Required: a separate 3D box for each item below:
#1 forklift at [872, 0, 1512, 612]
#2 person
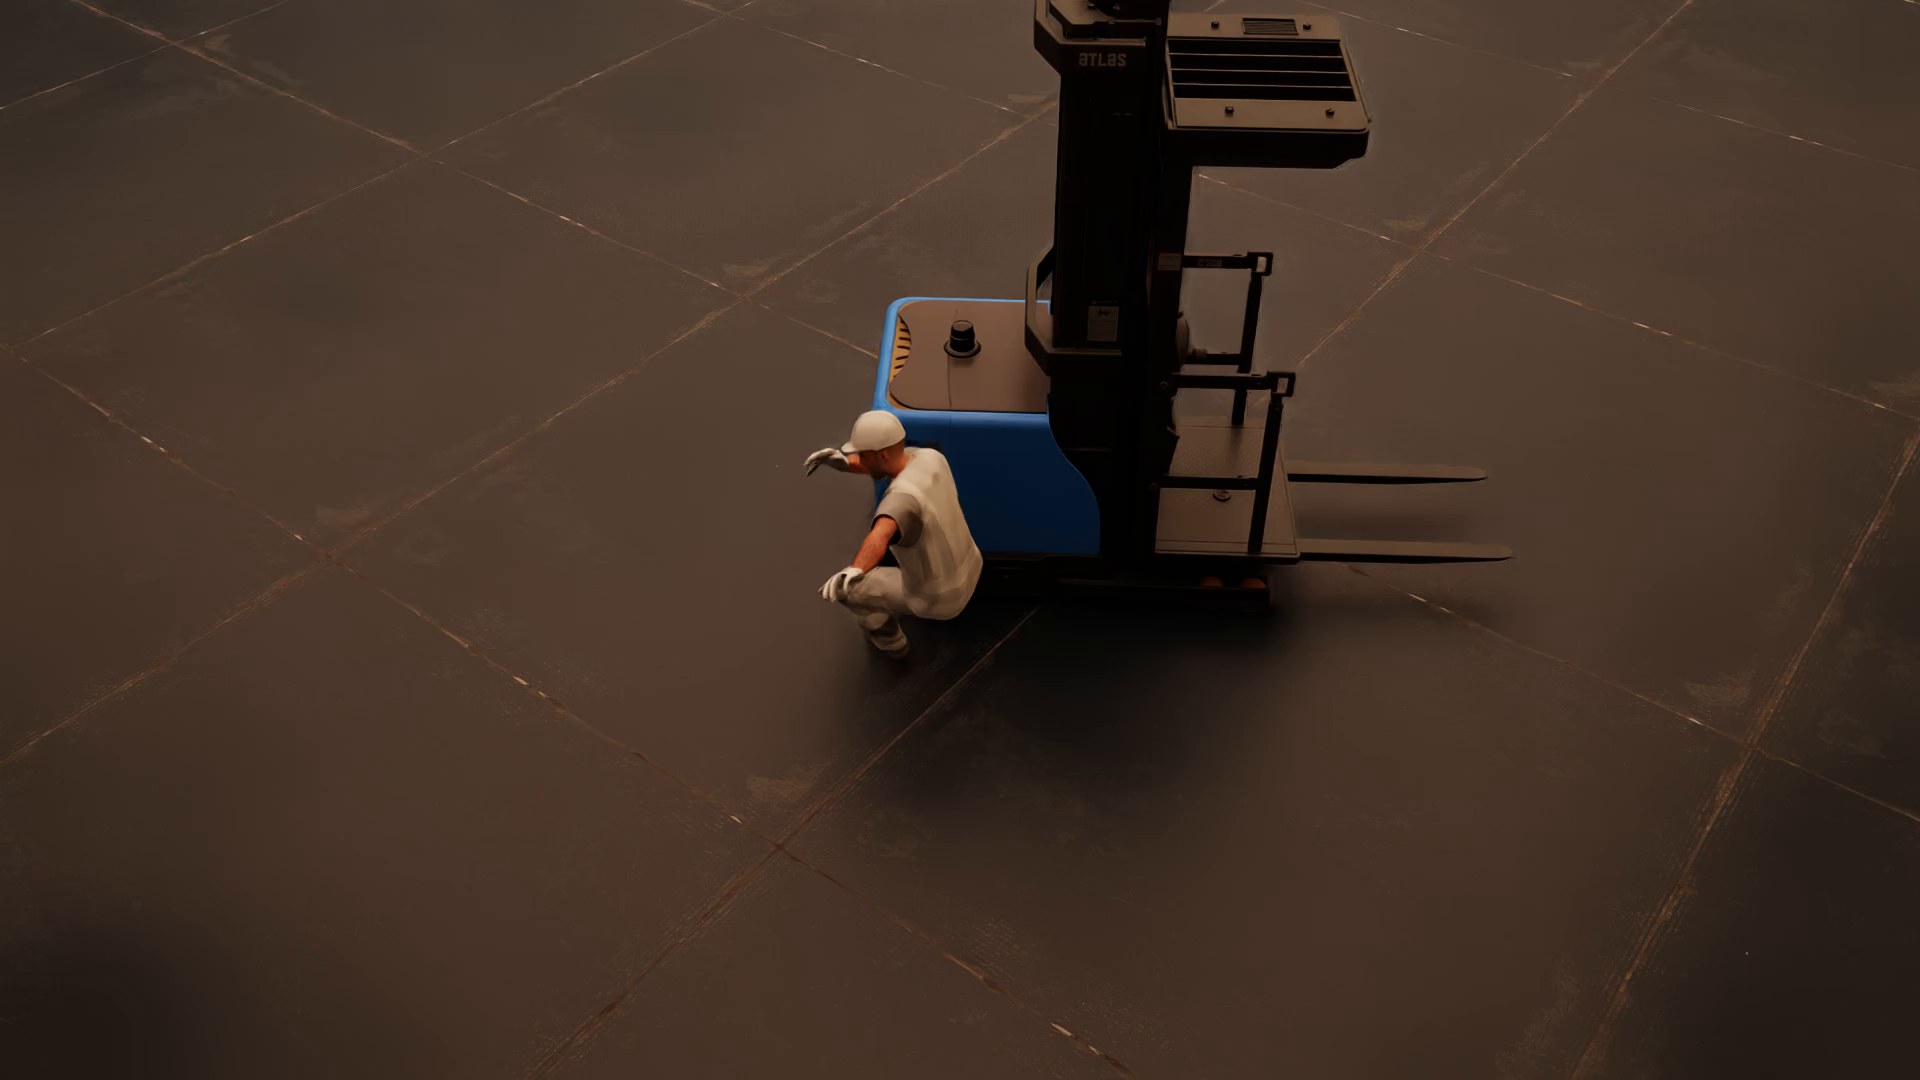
[{"bbox_3d":[1.126,-1.127,7.396,3.031,2.935,1.130,2,40,2],"label":"forklift"},{"bbox_3d":[-0.329,0.147,7.059,0.749,1.445,1.497,16,43,18],"label":"person"}]
